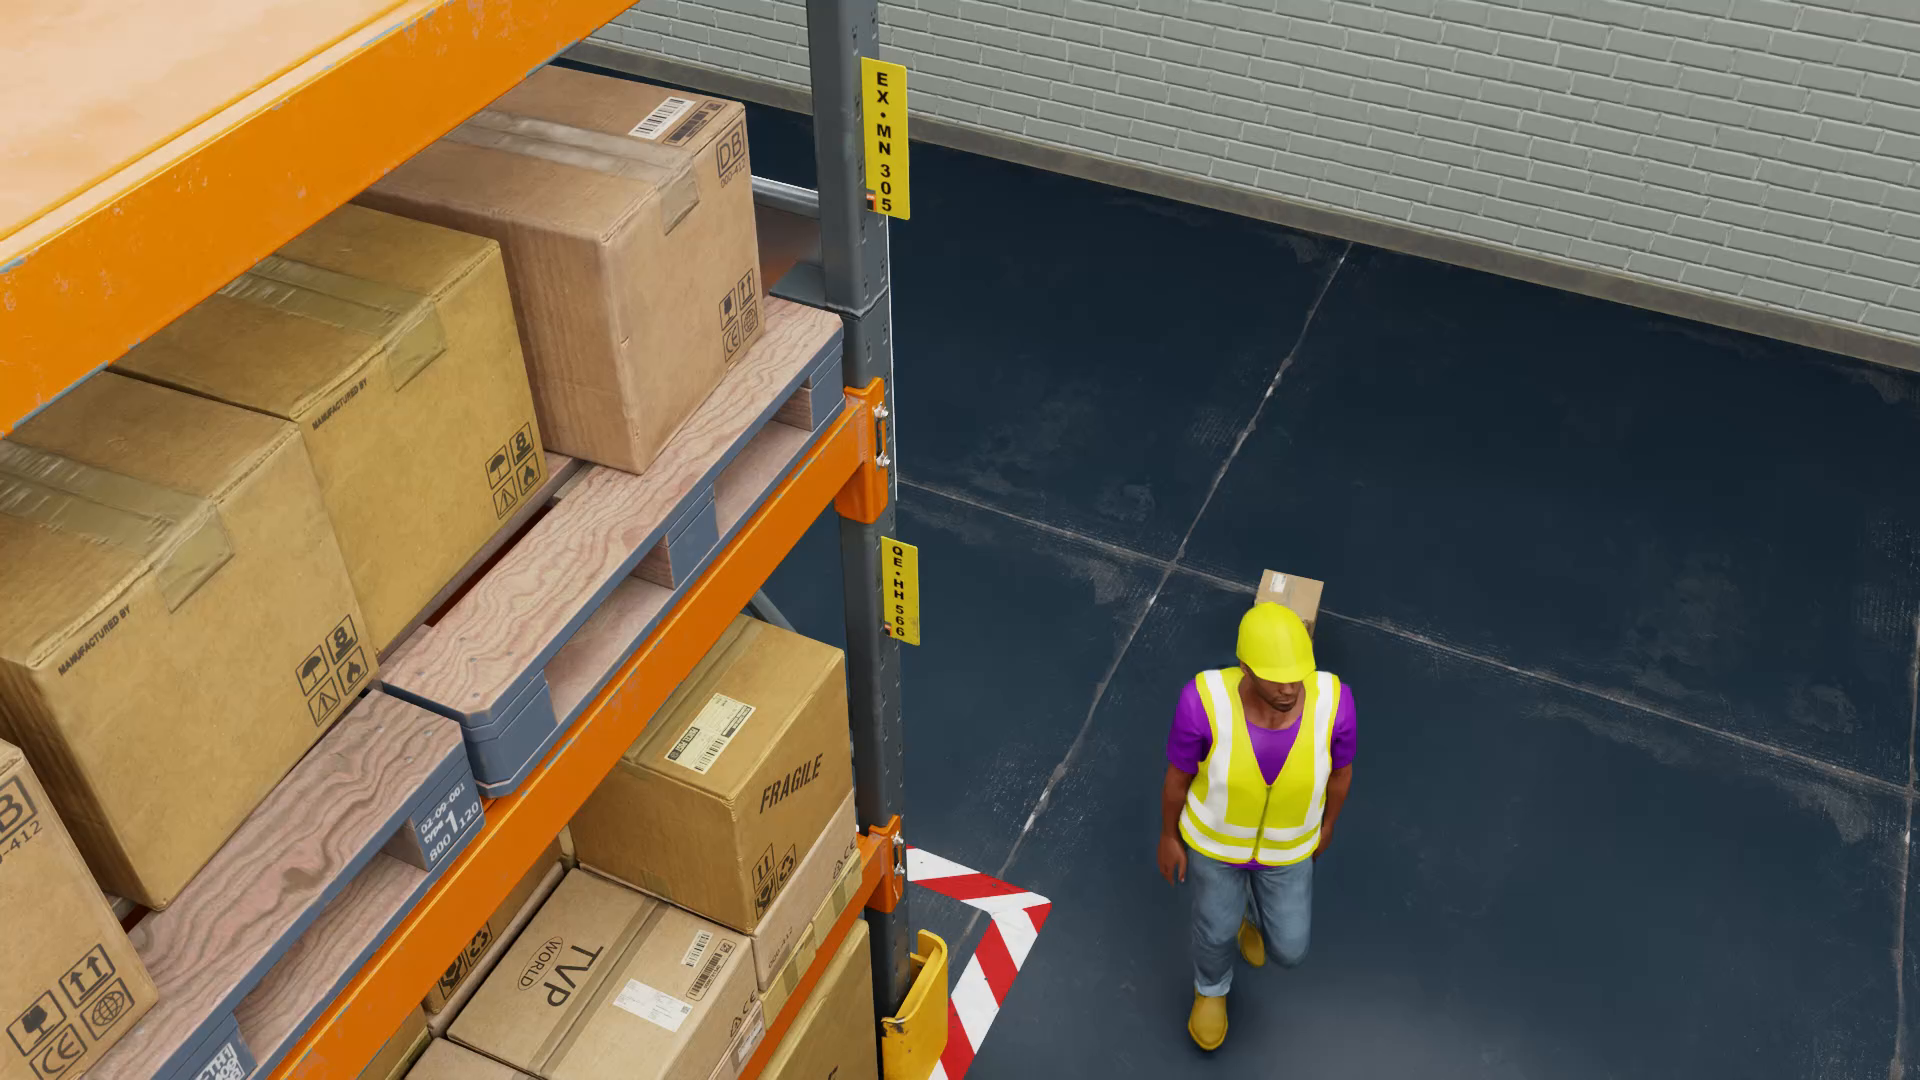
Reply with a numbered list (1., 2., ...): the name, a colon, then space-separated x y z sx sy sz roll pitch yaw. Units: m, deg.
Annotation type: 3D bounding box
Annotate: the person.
1. person: 0.889 0.909 5.088 0.566 1.756 0.486 2 42 3
